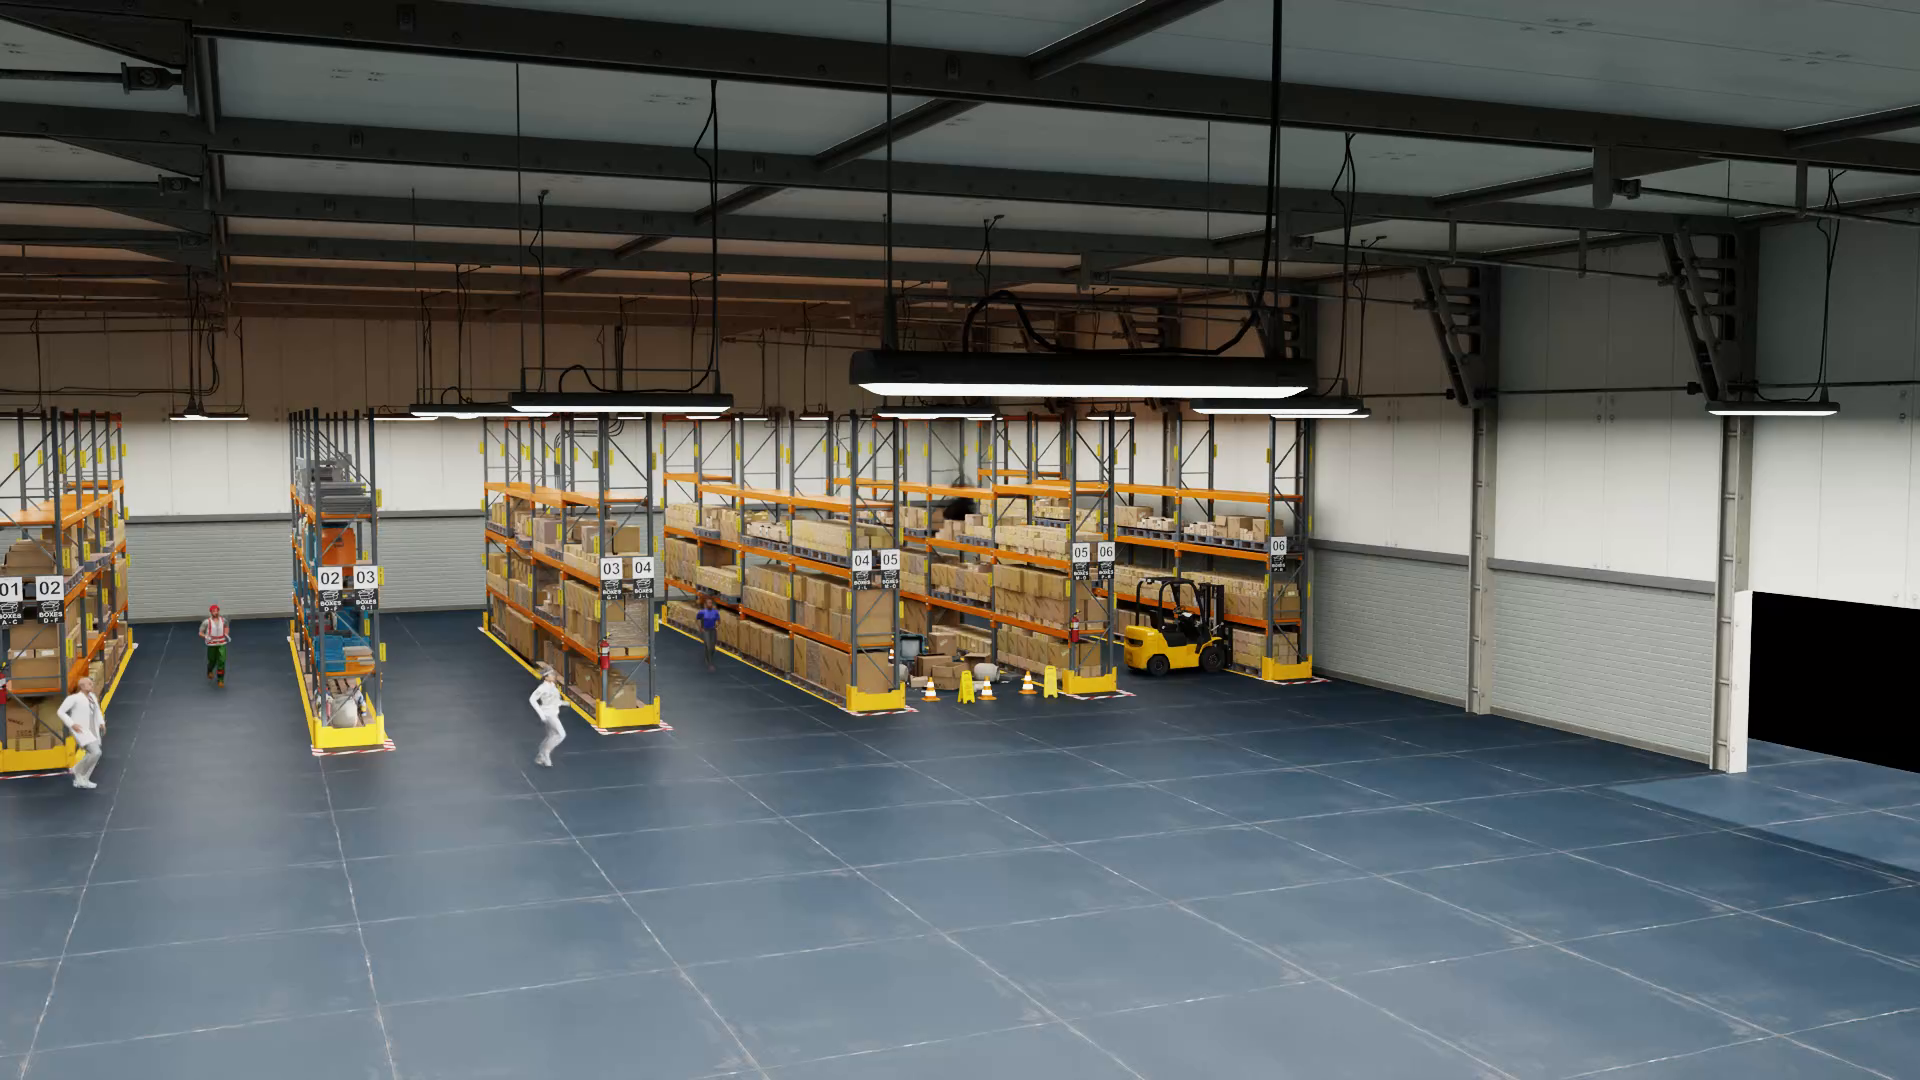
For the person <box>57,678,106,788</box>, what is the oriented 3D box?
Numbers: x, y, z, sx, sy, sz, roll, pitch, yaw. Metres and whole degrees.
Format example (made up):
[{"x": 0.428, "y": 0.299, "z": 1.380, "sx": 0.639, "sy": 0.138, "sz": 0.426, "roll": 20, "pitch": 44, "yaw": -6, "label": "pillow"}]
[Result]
[{"x": -13.676, "y": 3.052, "z": 26.075, "sx": 0.568, "sy": 1.694, "sz": 0.738, "roll": 1, "pitch": 4, "yaw": 13, "label": "person"}]

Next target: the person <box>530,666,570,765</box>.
[{"x": -6.820, "y": 2.931, "z": 27.768, "sx": 0.624, "sy": 1.660, "sz": 0.593, "roll": 0, "pitch": 4, "yaw": 4, "label": "person"}]

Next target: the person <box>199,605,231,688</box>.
[{"x": -16.217, "y": 2.297, "z": 36.245, "sx": 0.658, "sy": 1.779, "sz": 0.928, "roll": -3, "pitch": 5, "yaw": -38, "label": "person"}]

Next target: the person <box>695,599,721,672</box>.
[{"x": -5.826, "y": 2.188, "z": 38.650, "sx": 0.591, "sy": 1.648, "sz": 0.835, "roll": -2, "pitch": 4, "yaw": -26, "label": "person"}]
